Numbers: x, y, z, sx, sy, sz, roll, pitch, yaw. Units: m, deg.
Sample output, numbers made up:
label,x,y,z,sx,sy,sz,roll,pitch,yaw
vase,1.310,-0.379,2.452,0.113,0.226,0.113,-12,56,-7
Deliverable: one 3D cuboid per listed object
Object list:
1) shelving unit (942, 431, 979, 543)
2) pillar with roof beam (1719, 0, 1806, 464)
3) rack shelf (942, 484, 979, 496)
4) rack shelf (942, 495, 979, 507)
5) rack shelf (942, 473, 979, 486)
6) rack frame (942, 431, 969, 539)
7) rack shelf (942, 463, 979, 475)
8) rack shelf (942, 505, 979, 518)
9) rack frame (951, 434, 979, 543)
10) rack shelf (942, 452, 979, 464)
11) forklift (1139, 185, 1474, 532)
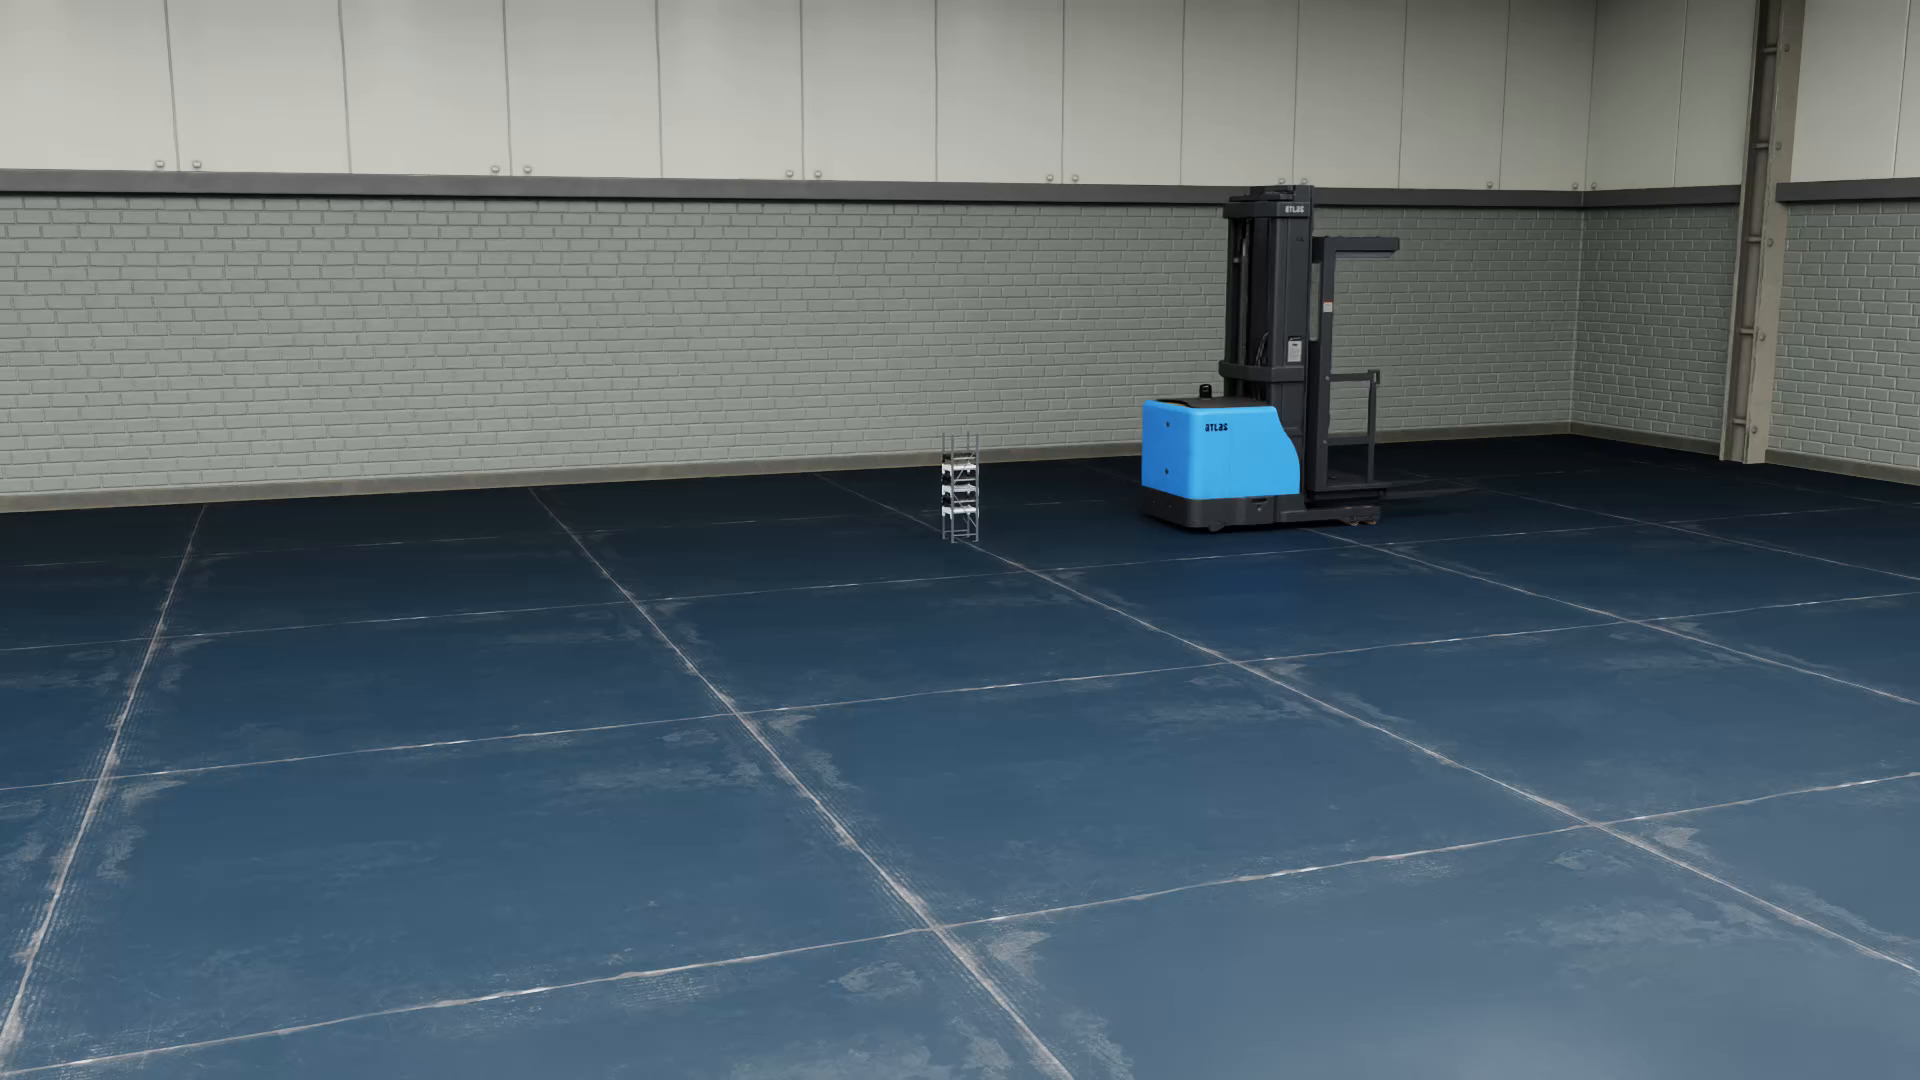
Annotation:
label,x,y,z,sx,sy,sz,roll,pitch,yaw
shelving unit,0.003,-0.442,13.834,0.258,0.900,0.210,-4,11,-21
pillar with roof beam,4.919,-5.057,16.656,9.100,9.000,0.400,-4,11,-21
rack shelf,0.003,-0.409,13.840,0.258,0.077,0.200,-4,11,-21
rack shelf,0.003,-0.320,13.855,0.258,0.077,0.200,-4,11,-21
rack shelf,0.003,-0.498,13.824,0.258,0.077,0.200,-4,11,-21
rack frame,-0.034,-0.458,13.927,0.240,0.900,0.006,-4,11,-21
rack shelf,0.003,-0.586,13.808,0.258,0.077,0.200,-4,11,-21
rack shelf,0.003,-0.232,13.871,0.258,0.077,0.200,-4,11,-21
rack frame,0.040,-0.425,13.741,0.240,0.900,0.006,-4,11,-21
rack shelf,0.003,-0.675,13.792,0.258,0.077,0.200,-4,11,-21
forklift,3.185,-1.650,14.828,3.031,2.935,1.130,-4,11,-20
